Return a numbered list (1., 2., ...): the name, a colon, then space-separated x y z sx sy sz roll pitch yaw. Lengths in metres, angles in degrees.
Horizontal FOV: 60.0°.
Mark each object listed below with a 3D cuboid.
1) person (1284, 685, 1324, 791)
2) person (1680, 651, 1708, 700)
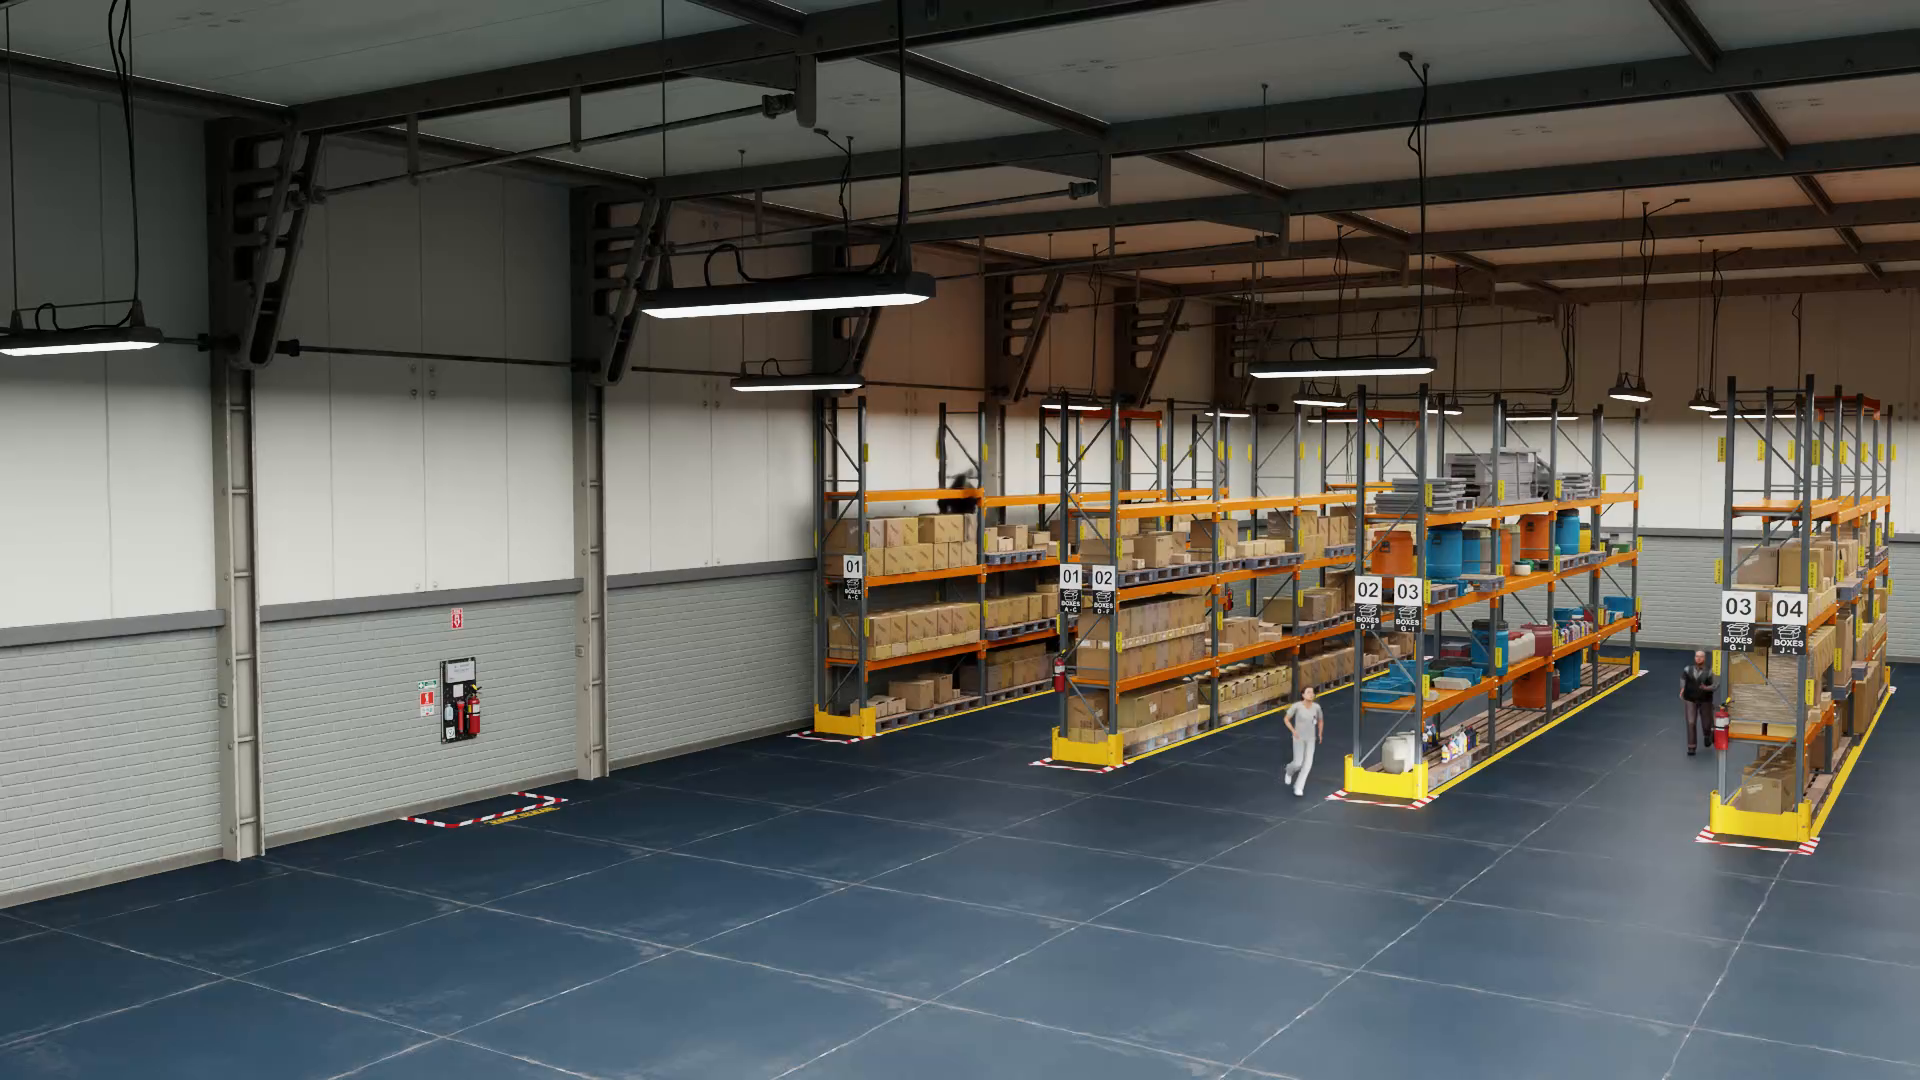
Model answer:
1. person: 5.059 2.895 24.404 0.597 1.560 0.513 0 3 -5
2. person: 12.174 2.259 27.524 0.520 0.817 0.477 2 4 33
